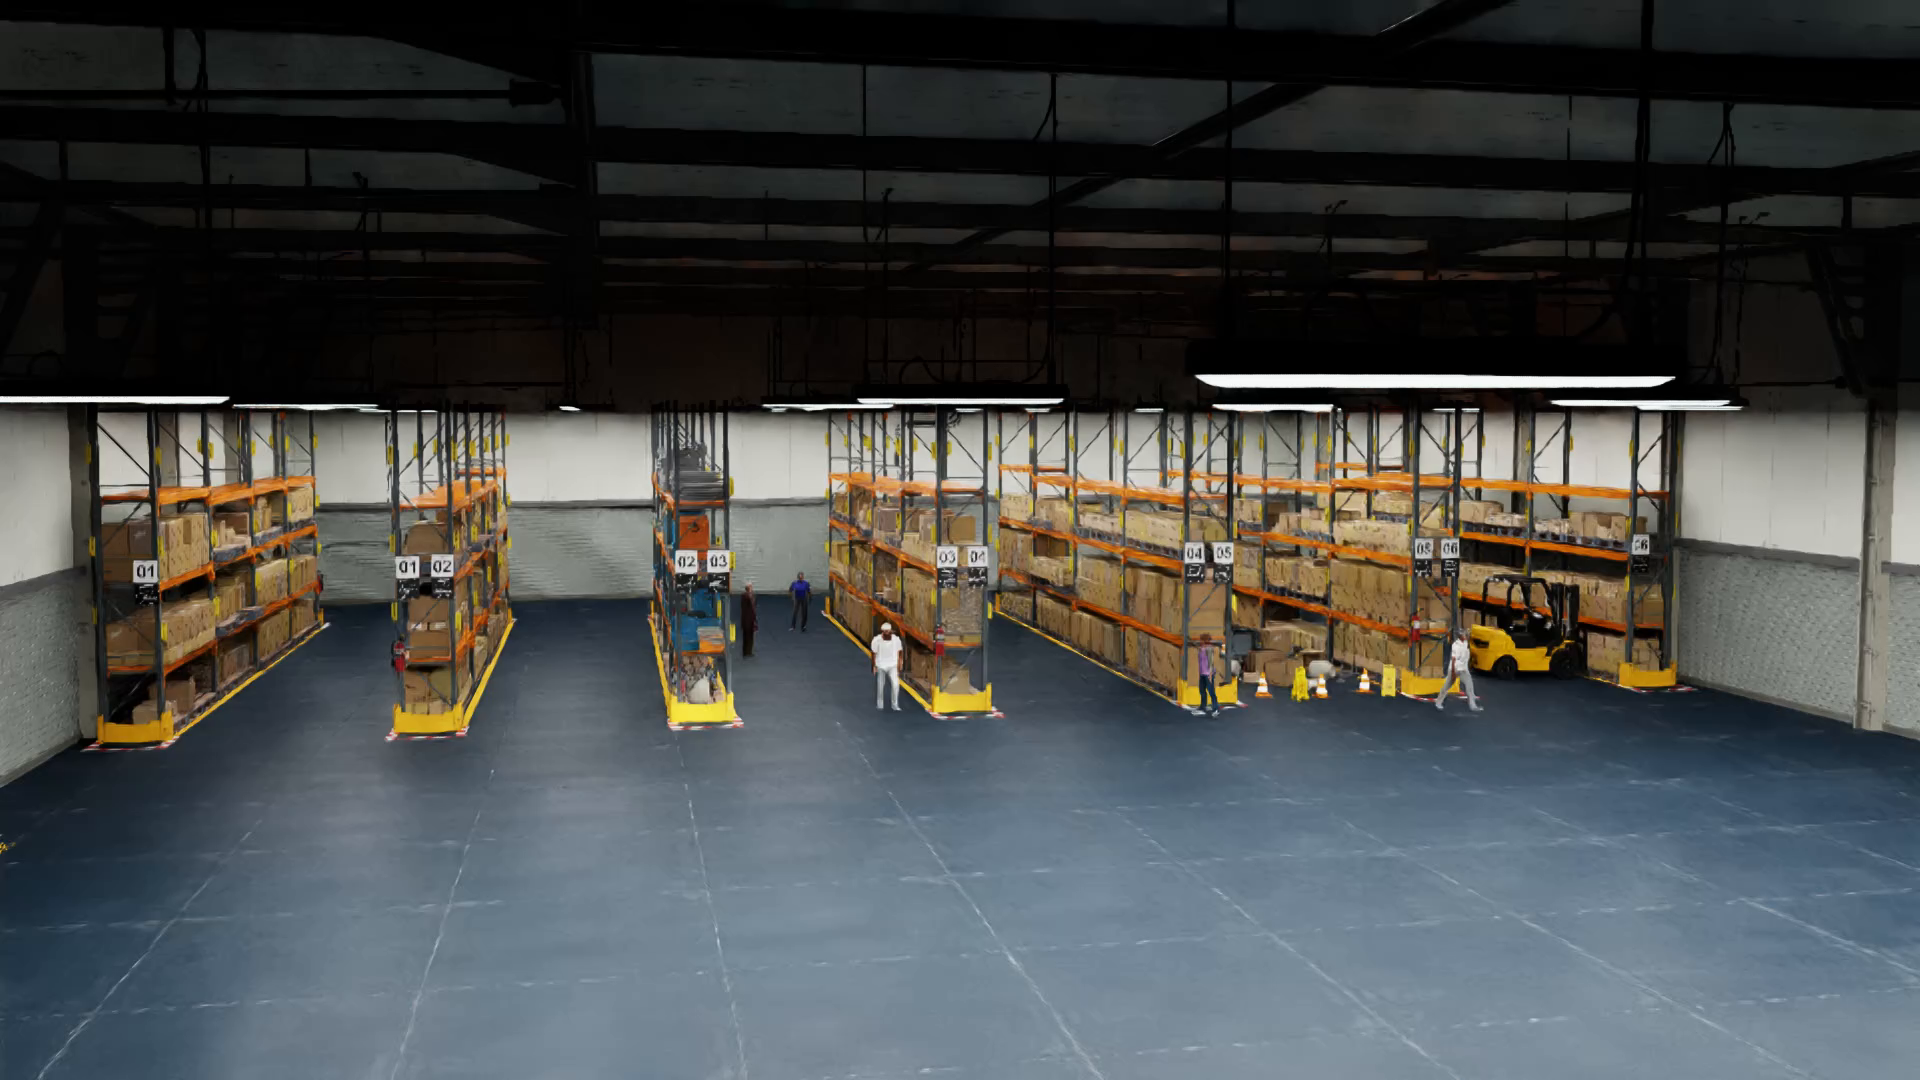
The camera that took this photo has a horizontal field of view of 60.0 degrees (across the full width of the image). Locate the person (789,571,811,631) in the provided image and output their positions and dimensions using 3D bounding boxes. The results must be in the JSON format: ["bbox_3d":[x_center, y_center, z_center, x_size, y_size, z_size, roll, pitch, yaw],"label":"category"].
[{"bbox_3d":[-4.237,1.613,44.022,0.592,1.604,0.518,-1,4,-13],"label":"person"}]

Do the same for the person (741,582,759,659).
[{"bbox_3d":[-4.926,1.870,39.050,0.450,1.782,0.670,-3,5,-33],"label":"person"}]

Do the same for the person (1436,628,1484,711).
[{"bbox_3d":[9.651,2.489,32.149,0.489,1.620,0.938,-3,5,-35],"label":"person"}]

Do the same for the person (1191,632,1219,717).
[{"bbox_3d":[4.681,2.550,31.507,0.443,1.584,0.518,-1,4,-14],"label":"person"}]

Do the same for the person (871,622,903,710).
[{"bbox_3d":[-1.416,2.429,32.226,0.644,1.731,0.601,-1,4,-10],"label":"person"}]
